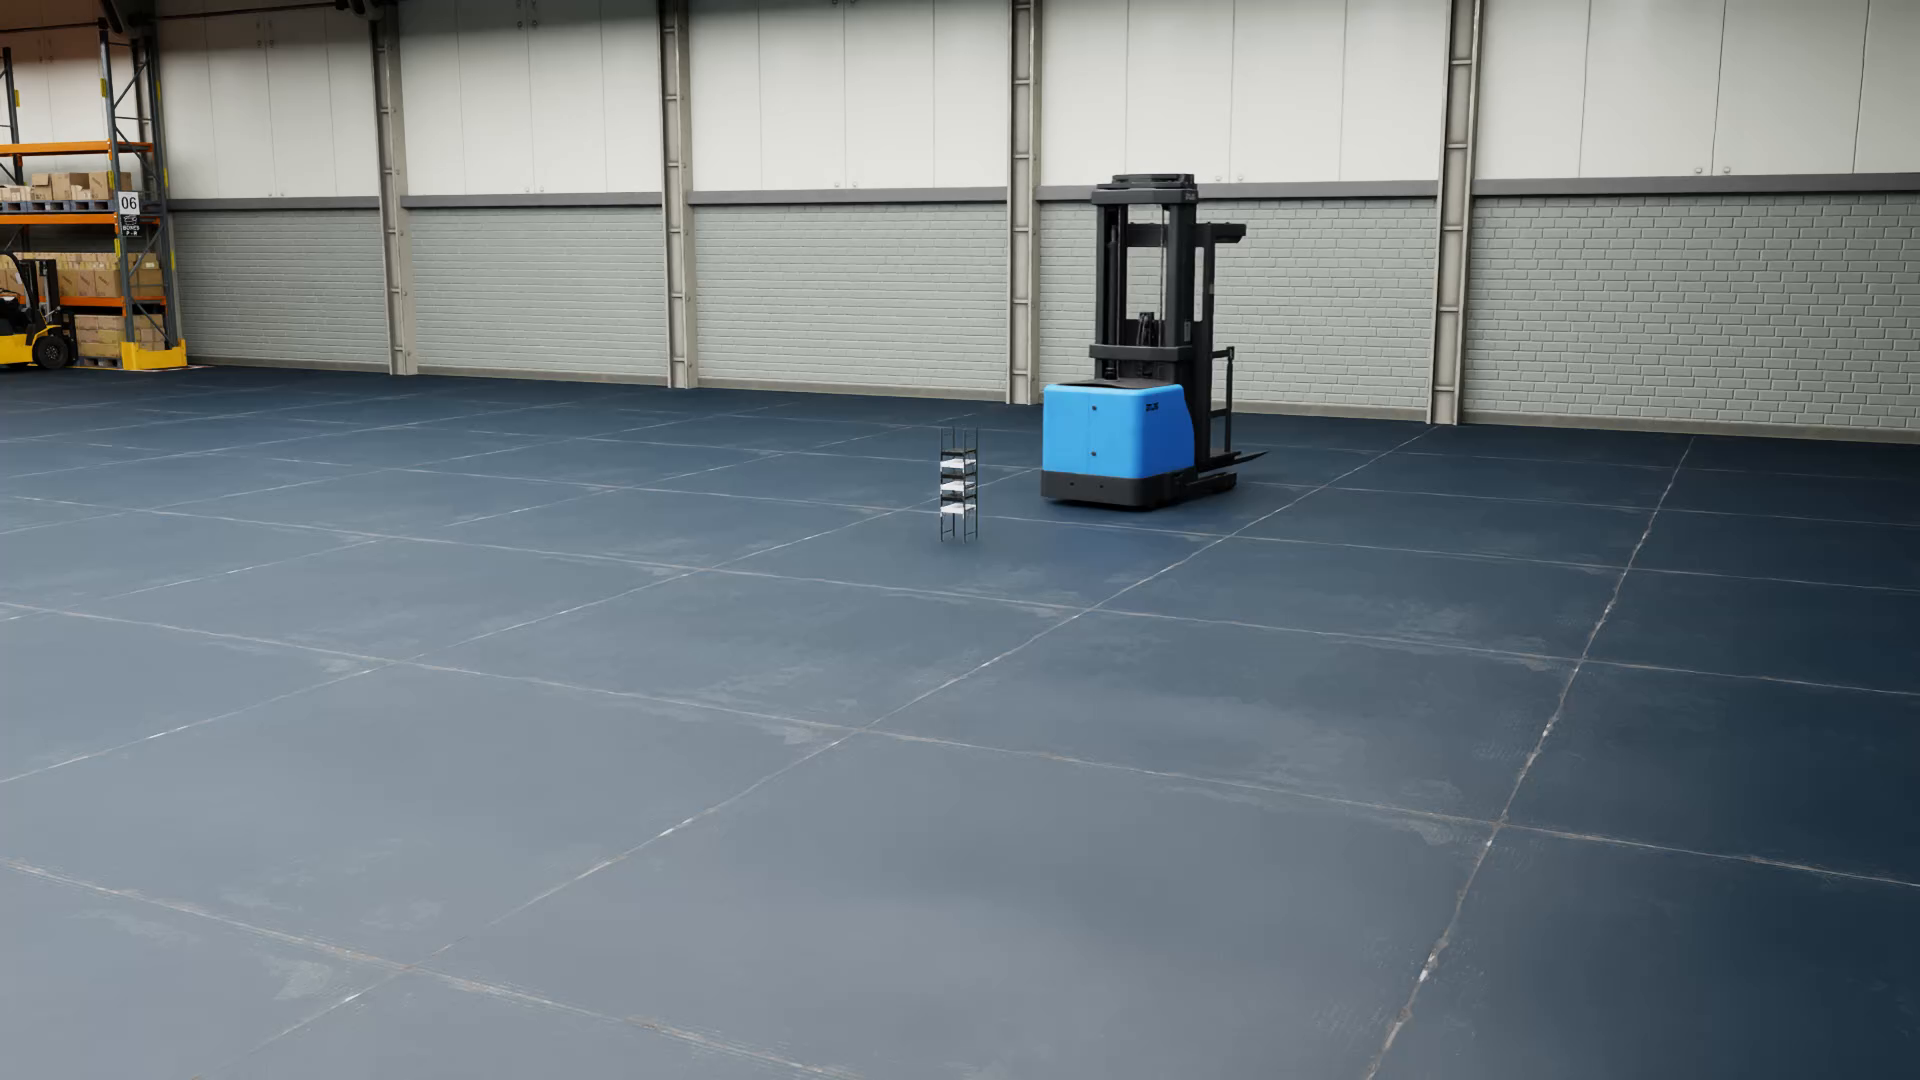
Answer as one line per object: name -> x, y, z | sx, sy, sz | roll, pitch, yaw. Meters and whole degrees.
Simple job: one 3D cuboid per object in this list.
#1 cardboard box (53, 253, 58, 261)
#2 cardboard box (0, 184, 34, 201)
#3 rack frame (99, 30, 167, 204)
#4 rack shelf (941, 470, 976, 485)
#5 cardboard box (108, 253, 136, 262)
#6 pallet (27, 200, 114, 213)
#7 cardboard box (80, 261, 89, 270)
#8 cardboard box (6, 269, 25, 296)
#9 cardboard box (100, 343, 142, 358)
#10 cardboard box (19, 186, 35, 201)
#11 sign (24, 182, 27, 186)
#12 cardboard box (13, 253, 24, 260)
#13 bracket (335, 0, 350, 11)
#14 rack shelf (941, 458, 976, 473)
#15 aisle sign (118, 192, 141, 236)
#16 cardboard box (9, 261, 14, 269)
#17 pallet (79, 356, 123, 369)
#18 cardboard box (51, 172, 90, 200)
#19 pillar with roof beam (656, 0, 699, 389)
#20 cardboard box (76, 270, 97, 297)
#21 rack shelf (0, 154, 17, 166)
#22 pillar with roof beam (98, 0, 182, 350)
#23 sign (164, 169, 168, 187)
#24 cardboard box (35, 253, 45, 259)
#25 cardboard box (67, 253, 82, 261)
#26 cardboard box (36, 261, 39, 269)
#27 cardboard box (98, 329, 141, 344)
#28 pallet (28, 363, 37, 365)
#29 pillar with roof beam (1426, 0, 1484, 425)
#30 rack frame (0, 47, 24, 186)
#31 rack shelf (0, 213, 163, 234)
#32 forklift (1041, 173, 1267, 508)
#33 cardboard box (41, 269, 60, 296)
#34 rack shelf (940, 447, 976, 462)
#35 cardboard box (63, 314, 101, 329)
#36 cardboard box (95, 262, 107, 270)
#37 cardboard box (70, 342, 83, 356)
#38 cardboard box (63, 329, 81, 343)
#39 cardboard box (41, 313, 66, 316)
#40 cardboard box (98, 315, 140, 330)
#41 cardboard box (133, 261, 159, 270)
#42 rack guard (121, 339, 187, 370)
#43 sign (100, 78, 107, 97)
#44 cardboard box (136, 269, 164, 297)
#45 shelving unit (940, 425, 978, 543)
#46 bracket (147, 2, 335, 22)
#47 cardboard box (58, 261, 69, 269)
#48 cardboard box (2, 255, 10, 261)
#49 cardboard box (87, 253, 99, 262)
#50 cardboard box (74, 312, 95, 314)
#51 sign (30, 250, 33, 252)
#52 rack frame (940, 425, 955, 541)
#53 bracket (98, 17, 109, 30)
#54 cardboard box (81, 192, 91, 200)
cardboard box -> -16.796, -5.318, 31.256 | 0.250, 0.149, 0.380 | 5, 11, 27
cardboard box -> -17.953, -6.588, 31.575 | 0.500, 0.311, 0.500 | 5, 12, 27
rack frame -> -15.004, -7.641, 30.182 | 0.127, 3.000, 1.000 | 5, 11, 26
rack shelf -> -0.007, -0.499, 13.144 | 0.200, 0.077, 0.258 | 5, 11, 26
cardboard box -> -15.418, -5.198, 30.593 | 0.250, 0.149, 0.380 | 5, 11, 26
pallet -> -16.724, -6.277, 31.318 | 1.213, 0.211, 1.003 | 5, 11, 26
cardboard box -> -16.104, -5.107, 30.923 | 0.250, 0.149, 0.380 | 5, 11, 25
cardboard box -> -17.834, -4.938, 31.813 | 0.500, 0.500, 0.500 | 5, 12, 27
cardboard box -> -15.565, -3.529, 30.849 | 0.500, 0.250, 0.500 | 5, 11, 26
cardboard box -> -17.394, -6.505, 31.242 | 0.258, 0.266, 0.396 | 5, 11, 24
sign -> -18.347, -6.862, 32.628 | 0.005, 0.325, 0.100 | 5, 11, 26
cardboard box -> -17.744, -5.385, 31.624 | 0.250, 0.149, 0.380 | 5, 12, 27
bracket -> -10.378, -9.114, 28.215 | 0.430, 0.232, 0.235 | 5, 11, 26
rack shelf -> -0.007, -0.588, 13.127 | 0.200, 0.077, 0.258 | 5, 11, 26
aisle sign -> -15.075, -5.916, 30.197 | 0.004, 0.787, 0.394 | 5, 11, 26
cardboard box -> -17.942, -5.269, 31.820 | 0.250, 0.149, 0.380 | 5, 11, 26
pallet -> -15.708, -3.371, 31.261 | 1.213, 0.211, 1.003 | 5, 11, 26
cardboard box -> -16.383, -6.563, 30.906 | 0.500, 0.500, 0.700 | 5, 11, 26
pillar with roof beam -> -6.373, -6.207, 22.257 | 0.400, 9.000, 9.100 | 5, 11, 26
cardboard box -> -16.022, -4.777, 30.924 | 0.500, 0.500, 0.500 | 5, 12, 28
rack shelf -> -20.384, -7.563, 32.894 | 4.000, 0.370, 1.077 | 5, 11, 26
pillar with roof beam -> -17.134, -7.152, 27.481 | 0.548, 9.000, 9.100 | 5, 11, 26
sign -> -14.753, -6.722, 30.851 | 0.005, 0.325, 0.100 | 5, 11, 26
cardboard box -> -17.246, -5.358, 31.473 | 0.250, 0.149, 0.380 | 5, 11, 26
cardboard box -> -16.373, -5.263, 30.952 | 0.250, 0.149, 0.380 | 5, 12, 27
cardboard box -> -17.286, -5.200, 31.437 | 0.250, 0.149, 0.380 | 5, 11, 24
cardboard box -> -15.578, -3.777, 30.815 | 0.500, 0.250, 0.500 | 5, 11, 25
pallet -> -17.896, -3.563, 32.323 | 1.213, 0.211, 1.003 | 5, 11, 26
pillar with roof beam -> 4.389, -5.261, 17.032 | 0.400, 9.000, 9.100 | 5, 11, 26
rack frame -> -18.591, -7.956, 31.923 | 0.127, 3.000, 1.000 | 5, 11, 26
rack shelf -> -16.797, -5.969, 31.384 | 4.000, 0.370, 1.077 | 5, 11, 26
forklift -> 1.988, -1.935, 15.690 | 1.130, 2.935, 3.031 | 7, 12, 34
cardboard box -> -16.938, -4.856, 31.356 | 0.500, 0.500, 0.500 | 5, 11, 26
rack shelf -> -0.007, -0.676, 13.111 | 0.200, 0.077, 0.258 | 5, 11, 26
cardboard box -> -16.472, -4.099, 31.188 | 0.500, 0.250, 0.500 | 5, 11, 27
cardboard box -> -15.681, -5.055, 30.638 | 0.250, 0.149, 0.380 | 5, 12, 27
cardboard box -> -16.451, -3.611, 31.300 | 0.500, 0.250, 0.500 | 5, 11, 26
cardboard box -> -16.496, -3.856, 31.249 | 0.500, 0.250, 0.500 | 5, 11, 25
cardboard box -> -17.390, -4.182, 31.651 | 0.500, 0.250, 0.500 | 5, 12, 28
cardboard box -> -15.555, -4.021, 30.760 | 0.500, 0.250, 0.500 | 5, 12, 28
cardboard box -> -15.193, -5.126, 31.026 | 0.250, 0.149, 0.380 | 5, 11, 24
rack guard -> -14.982, -3.457, 30.928 | 0.348, 0.500, 1.175 | 5, 11, 26
sign -> -15.256, -8.054, 29.619 | 0.005, 0.325, 0.100 | 5, 11, 26
cardboard box -> -15.325, -4.822, 31.168 | 0.500, 0.500, 0.500 | 5, 12, 28
shelving unit -> -0.007, -0.443, 13.154 | 0.210, 0.900, 0.258 | 5, 11, 26
bracket -> -12.688, -9.317, 29.337 | 4.783, 0.066, 0.076 | 5, 11, 26
cardboard box -> -16.600, -5.137, 31.090 | 0.250, 0.149, 0.380 | 5, 11, 26
cardboard box -> -18.154, -5.443, 31.945 | 0.250, 0.149, 0.380 | 5, 11, 27
cardboard box -> -15.900, -5.229, 30.763 | 0.250, 0.149, 0.380 | 5, 12, 27
cardboard box -> -16.701, -4.224, 31.882 | 0.500, 0.250, 0.500 | 5, 11, 25
sign -> -18.347, -5.558, 32.864 | 0.005, 0.325, 0.100 | 5, 11, 26
rack frame -> -0.098, -0.451, 13.198 | 0.006, 0.900, 0.240 | 5, 11, 26
bracket -> -15.758, -9.587, 30.827 | 0.430, 0.232, 0.235 | 5, 11, 26
cardboard box -> -15.881, -6.314, 30.518 | 0.250, 0.149, 0.380 | 5, 11, 24
